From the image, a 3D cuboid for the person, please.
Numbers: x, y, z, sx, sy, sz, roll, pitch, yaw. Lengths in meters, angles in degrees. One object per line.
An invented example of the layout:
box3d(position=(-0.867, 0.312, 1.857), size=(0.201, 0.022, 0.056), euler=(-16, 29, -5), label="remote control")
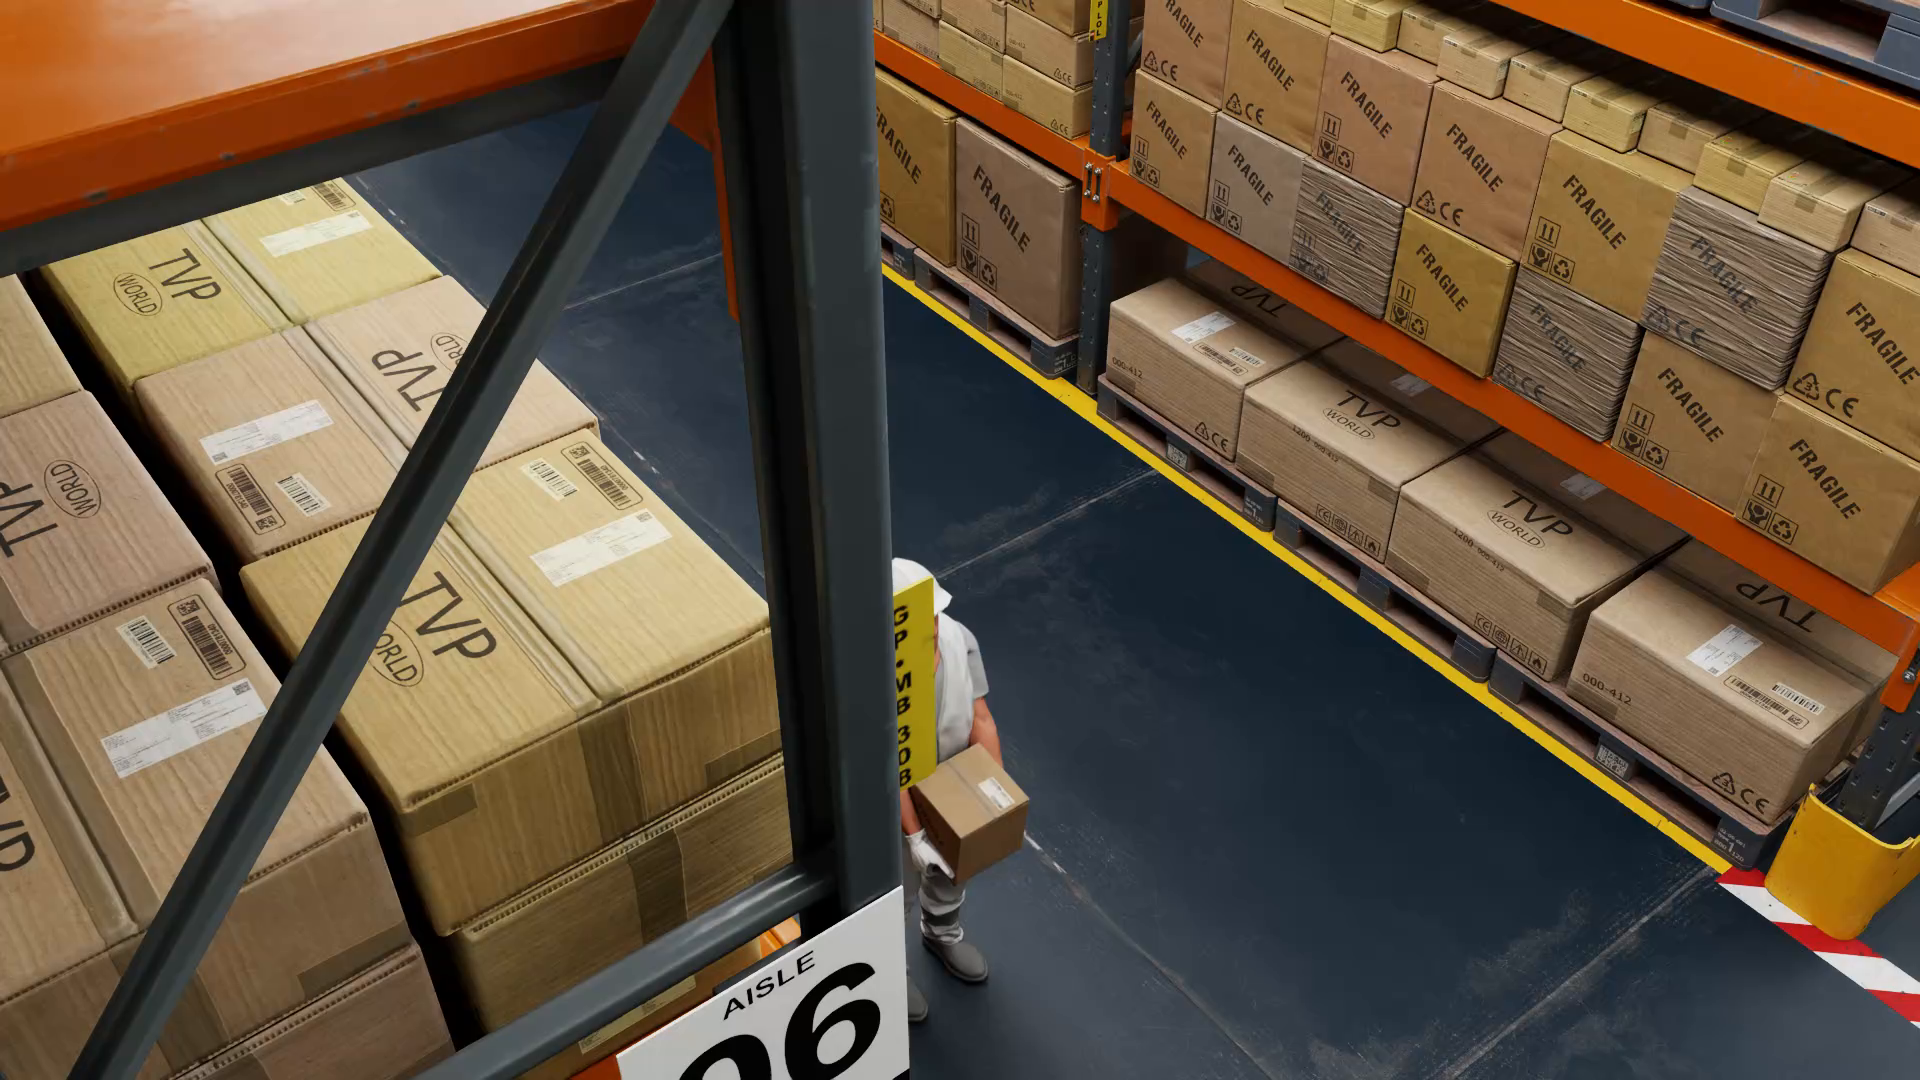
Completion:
box3d(position=(-0.070, 0.842, 5.136), size=(0.494, 1.782, 0.569), euler=(-25, 46, -27), label="person")
